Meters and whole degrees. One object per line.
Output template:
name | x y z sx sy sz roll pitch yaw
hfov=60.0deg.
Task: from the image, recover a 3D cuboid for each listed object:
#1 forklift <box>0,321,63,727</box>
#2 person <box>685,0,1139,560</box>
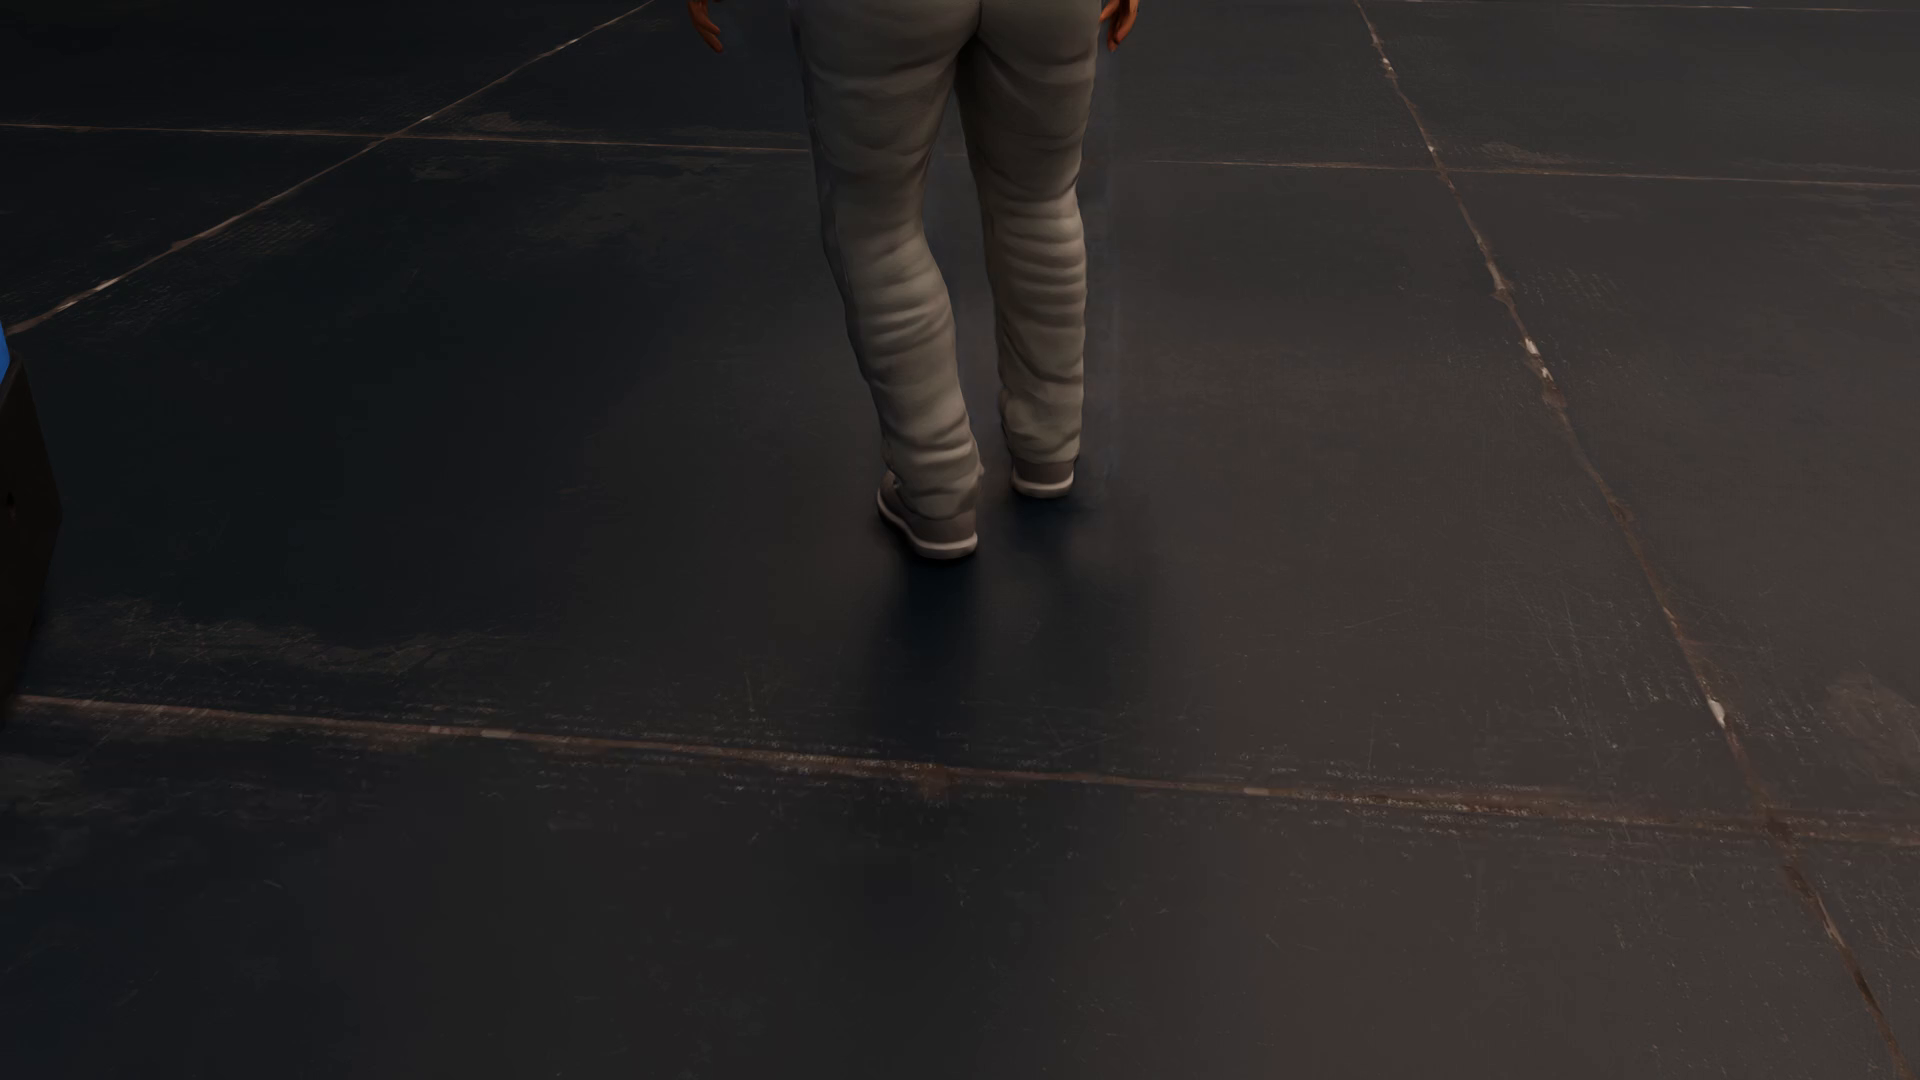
forklift | -2.585 -0.877 0.975 3.031 2.935 1.130 -9 28 -17
person | -0.036 -0.786 2.229 0.649 1.654 0.470 -11 29 -22
